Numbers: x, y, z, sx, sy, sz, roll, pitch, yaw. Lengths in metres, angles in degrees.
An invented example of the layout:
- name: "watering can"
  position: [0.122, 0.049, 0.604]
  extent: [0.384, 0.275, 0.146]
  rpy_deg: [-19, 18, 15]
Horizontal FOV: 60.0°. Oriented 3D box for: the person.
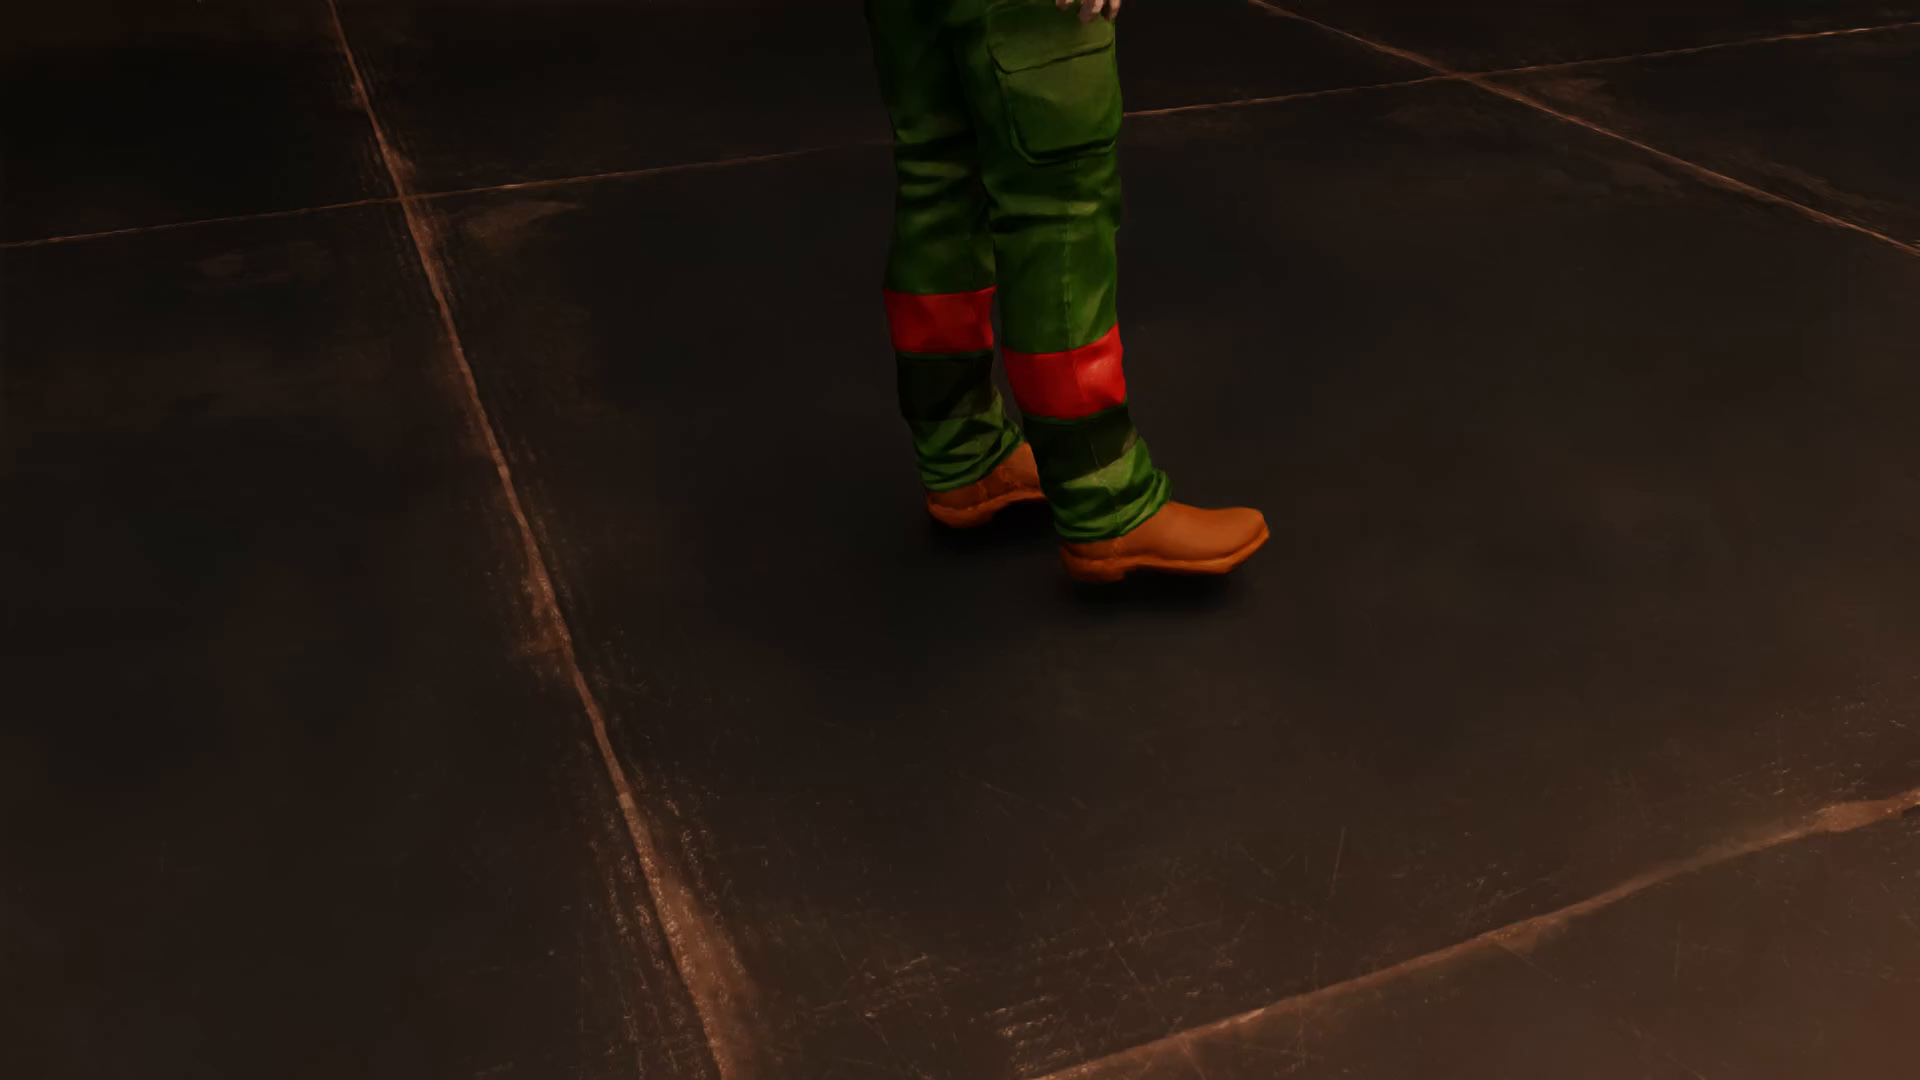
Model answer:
- name: "person"
  position: [0.079, -0.828, 2.052]
  extent: [0.563, 1.787, 0.637]
  rpy_deg: [-11, 32, -19]
